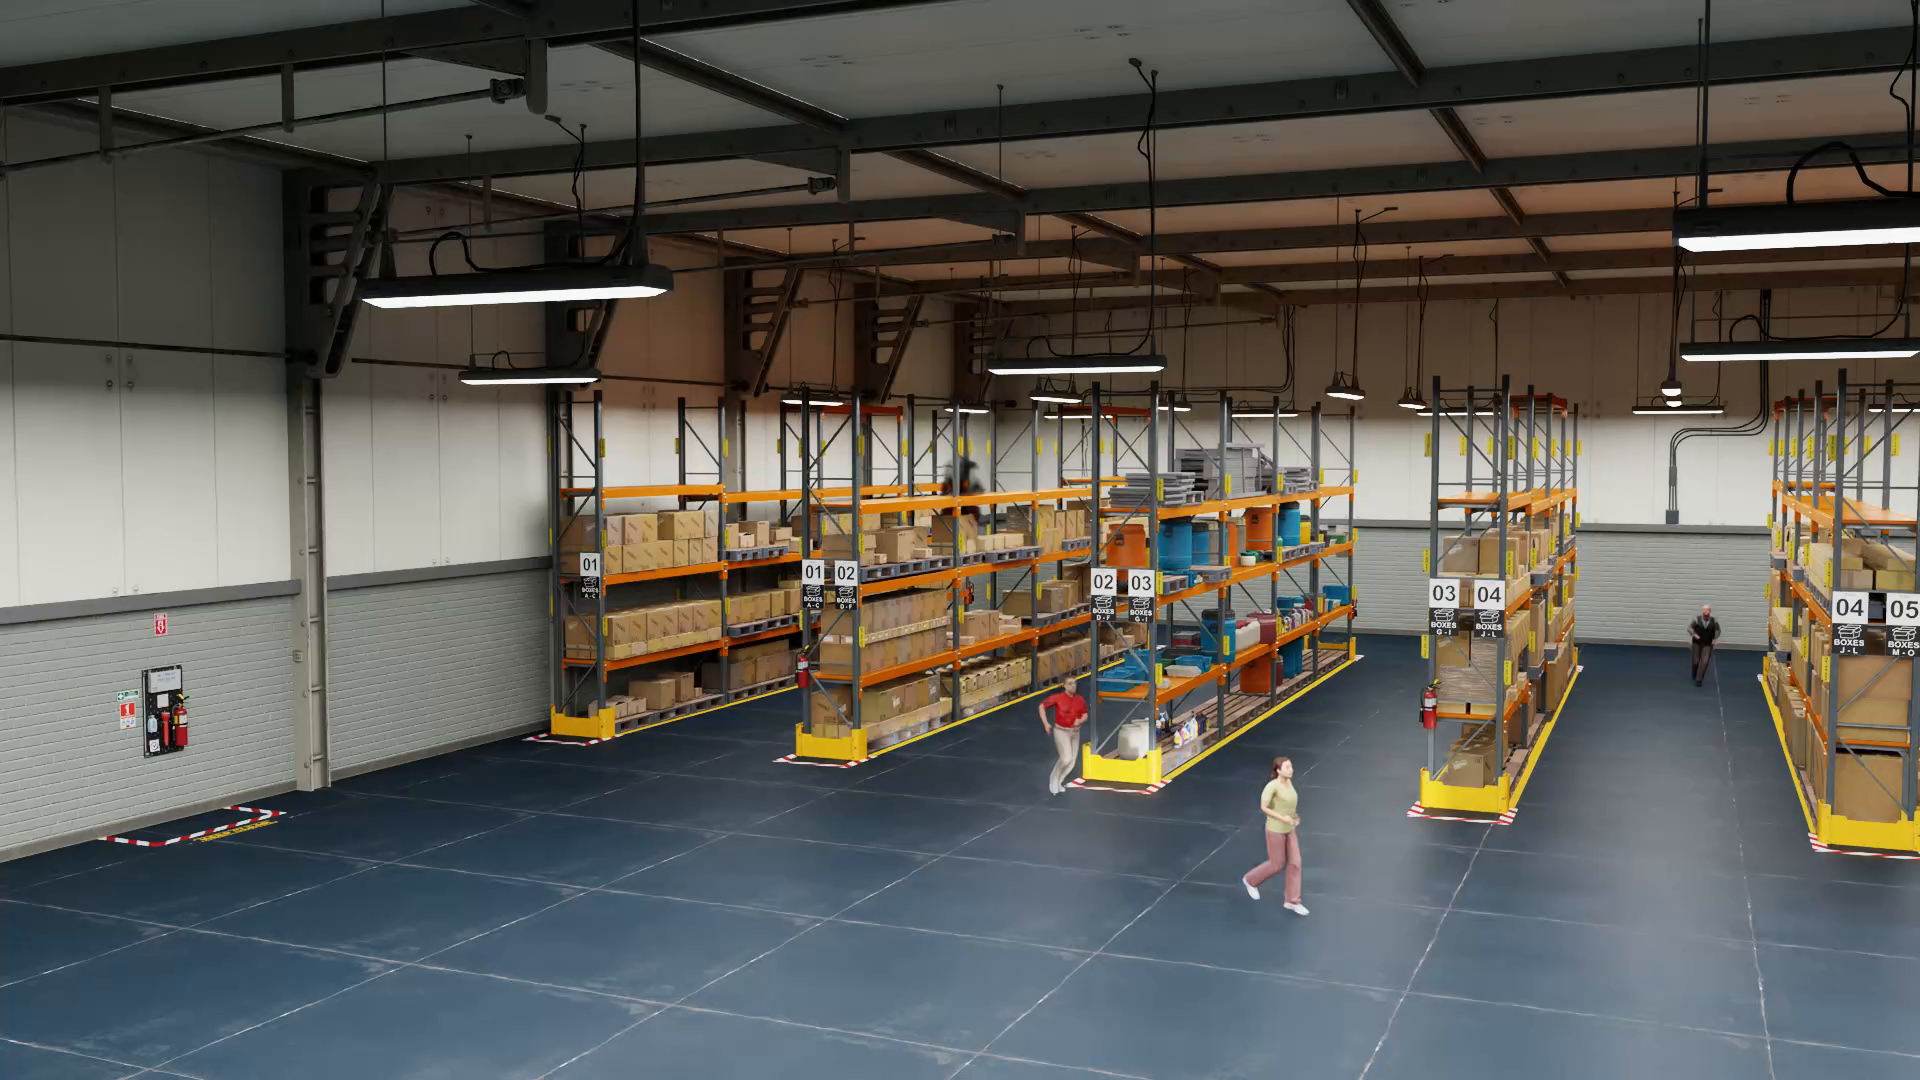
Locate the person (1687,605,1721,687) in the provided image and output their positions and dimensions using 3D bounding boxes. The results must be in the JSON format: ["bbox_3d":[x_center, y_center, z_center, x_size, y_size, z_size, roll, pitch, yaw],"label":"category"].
[{"bbox_3d":[15.726,2.224,35.156,0.661,1.708,0.763,1,3,23],"label":"person"}]

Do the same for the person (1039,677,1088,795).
[{"bbox_3d":[1.561,2.835,24.047,0.672,1.696,0.598,-2,4,-31],"label":"person"}]

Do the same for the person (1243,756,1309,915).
[{"bbox_3d":[3.459,3.173,18.082,0.599,1.677,0.817,-3,4,-43],"label":"person"}]
